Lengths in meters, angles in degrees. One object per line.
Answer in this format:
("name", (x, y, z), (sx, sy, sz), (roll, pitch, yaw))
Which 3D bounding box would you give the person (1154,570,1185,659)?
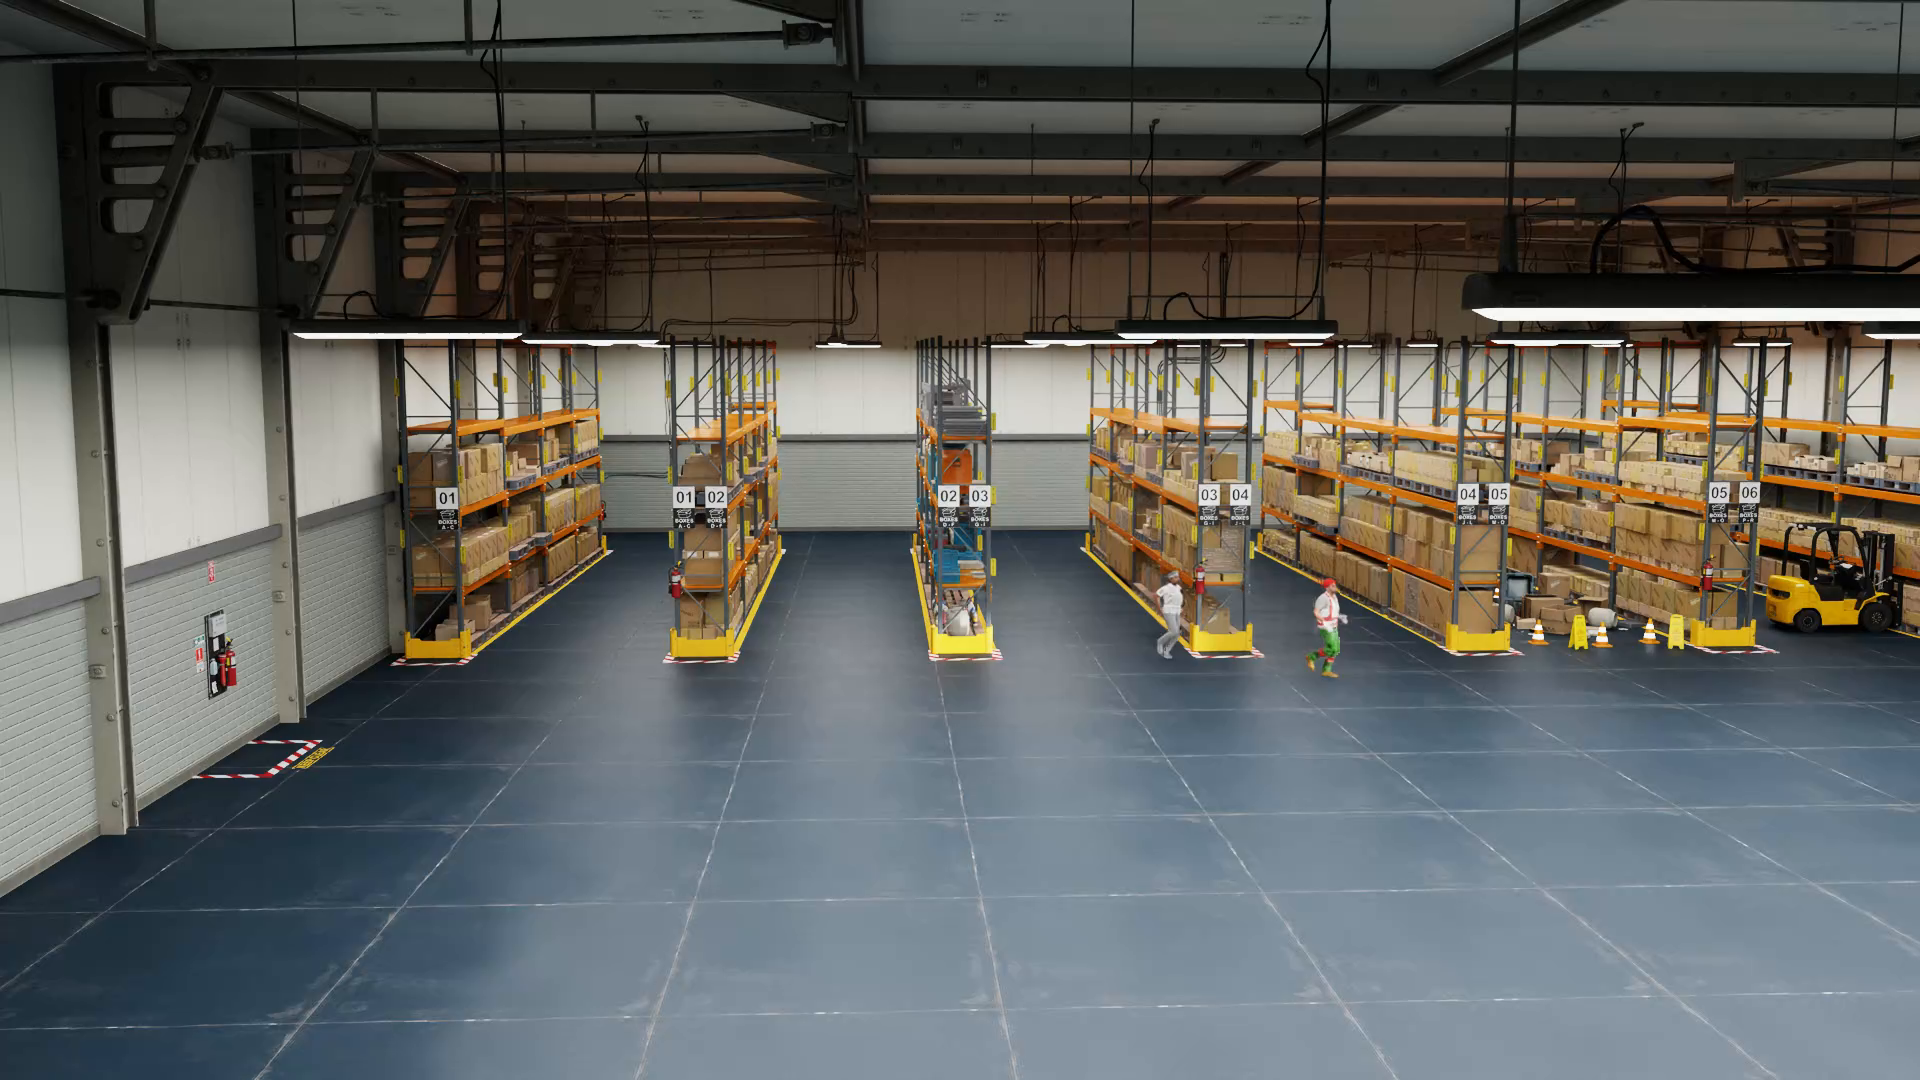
("person", (3.994, 1.386, 31.090), (0.620, 1.644, 0.505), (-6, 9, -41))

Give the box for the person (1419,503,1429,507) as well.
("person", (13.877, -0.711, 49.539), (0.978, 1.605, 0.653), (1, 7, 5))

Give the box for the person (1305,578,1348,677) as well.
("person", (6.475, 1.535, 29.328), (0.638, 1.754, 0.649), (4, 8, 34))

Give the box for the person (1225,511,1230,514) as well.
("person", (7.389, -0.518, 47.101), (0.660, 1.819, 0.874), (2, 7, 17))
